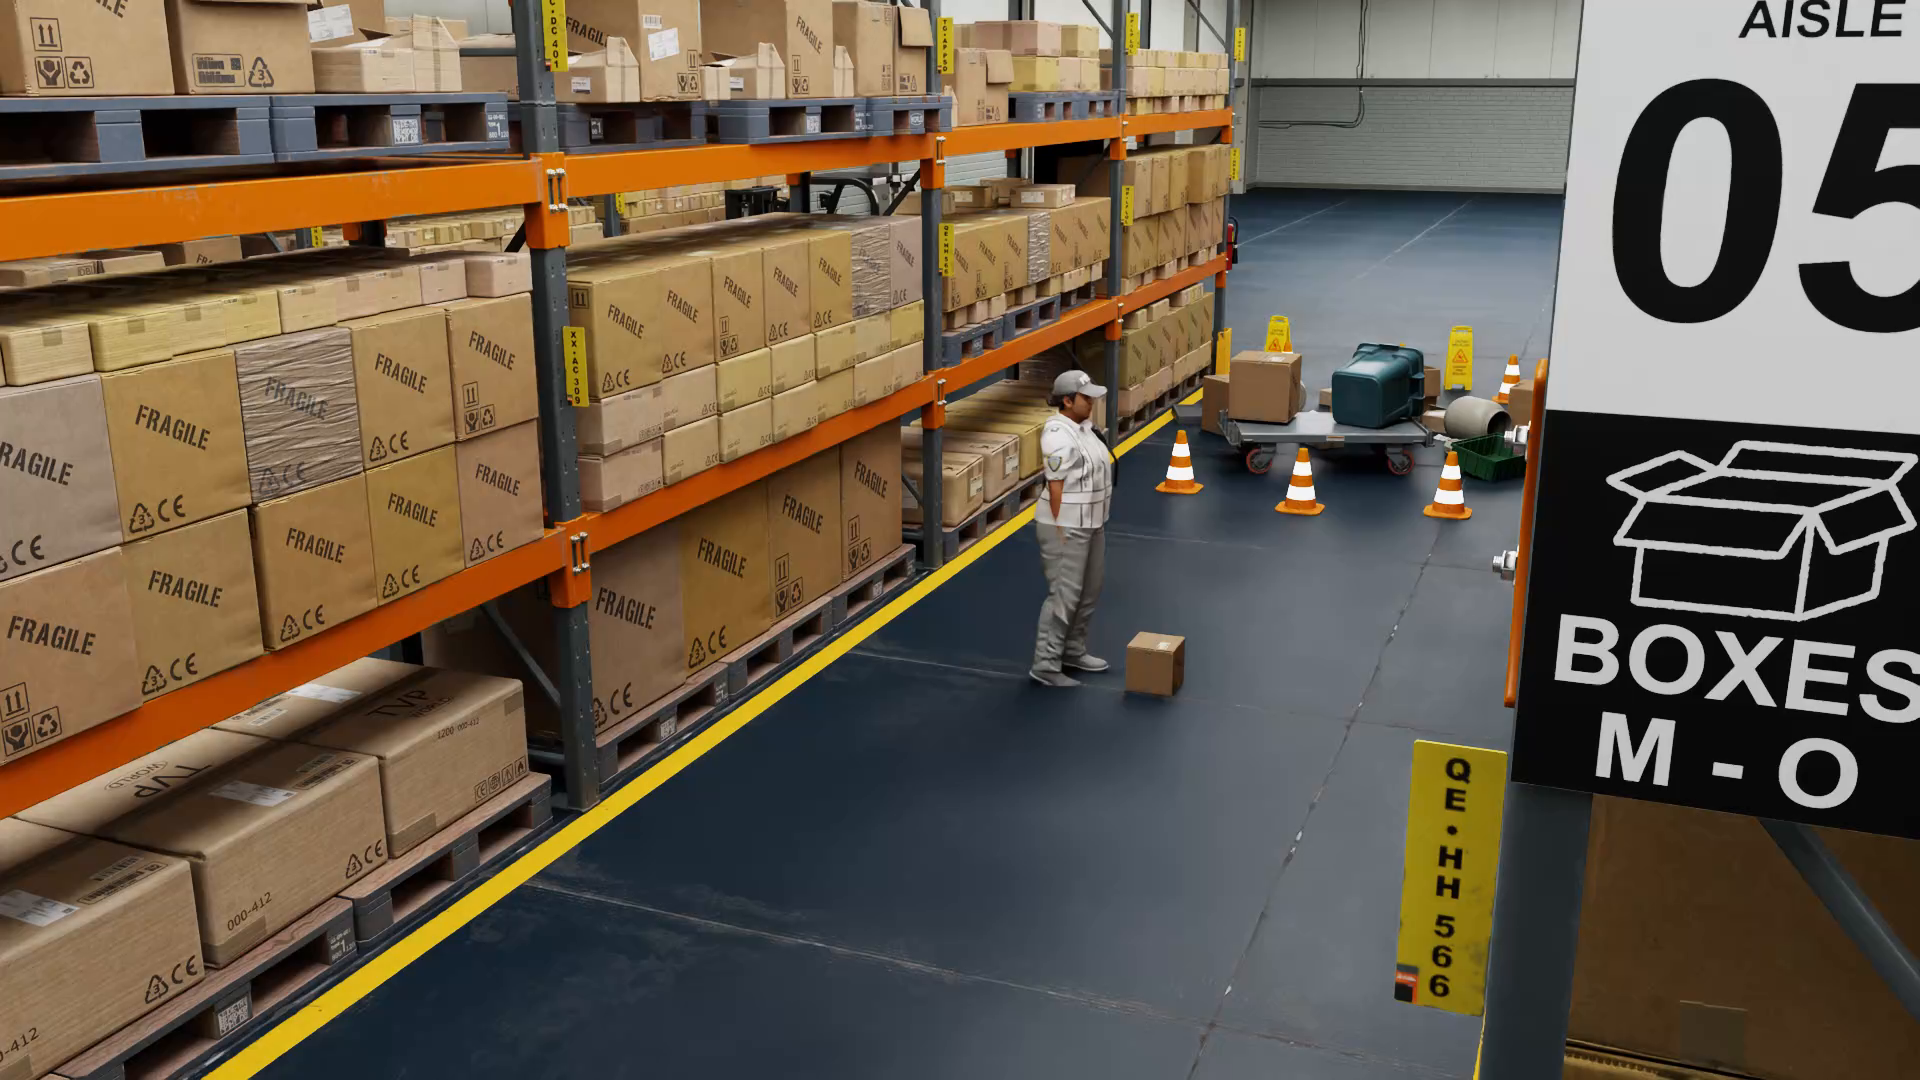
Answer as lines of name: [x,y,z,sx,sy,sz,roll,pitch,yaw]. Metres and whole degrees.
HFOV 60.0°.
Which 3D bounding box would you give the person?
person: [0.605,-0.056,8.801,0.386,1.695,0.467,7,17,22]
